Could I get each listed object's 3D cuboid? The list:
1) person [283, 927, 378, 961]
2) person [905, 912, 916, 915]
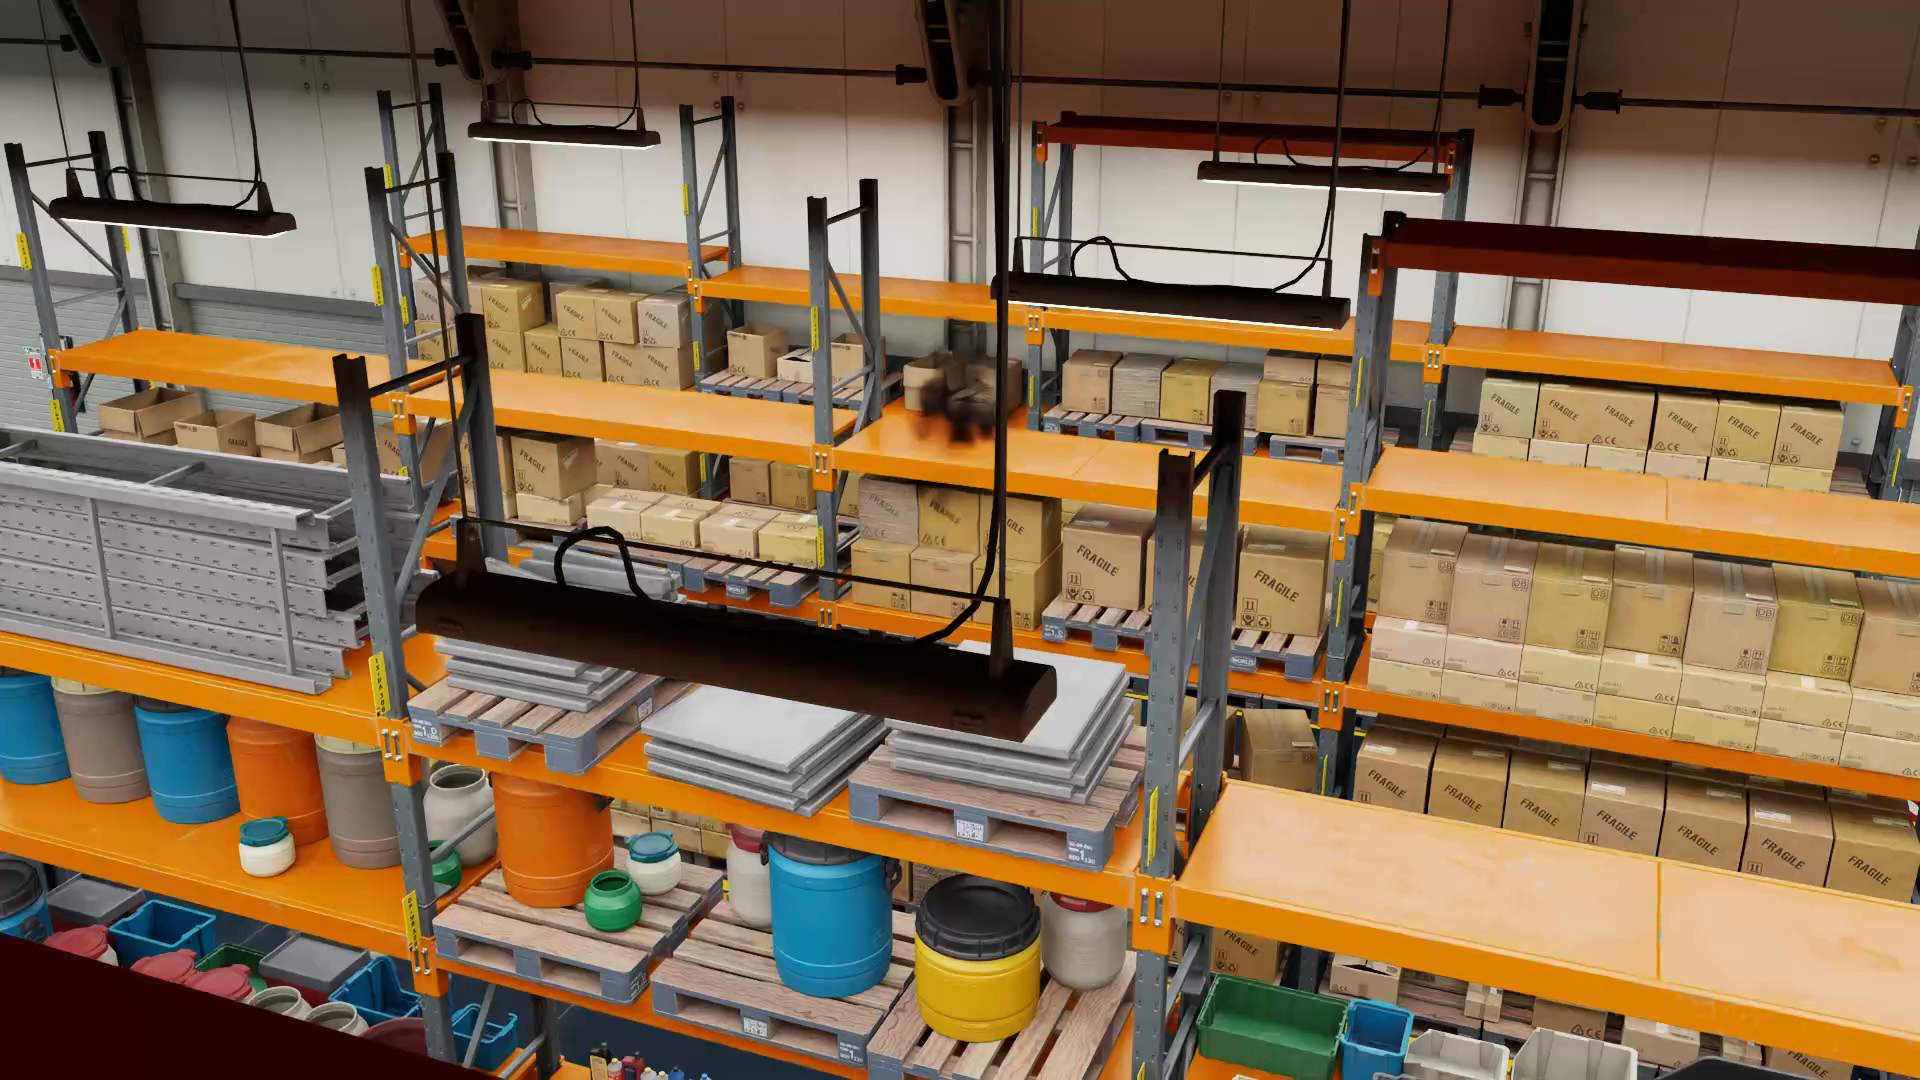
[{"bbox_3d":[-4.907,2.752,12.666,0.918,1.635,0.615,7,22,17],"label":"person"},{"bbox_3d":[-0.293,3.180,10.801,0.818,1.766,0.712,7,22,17],"label":"person"}]
